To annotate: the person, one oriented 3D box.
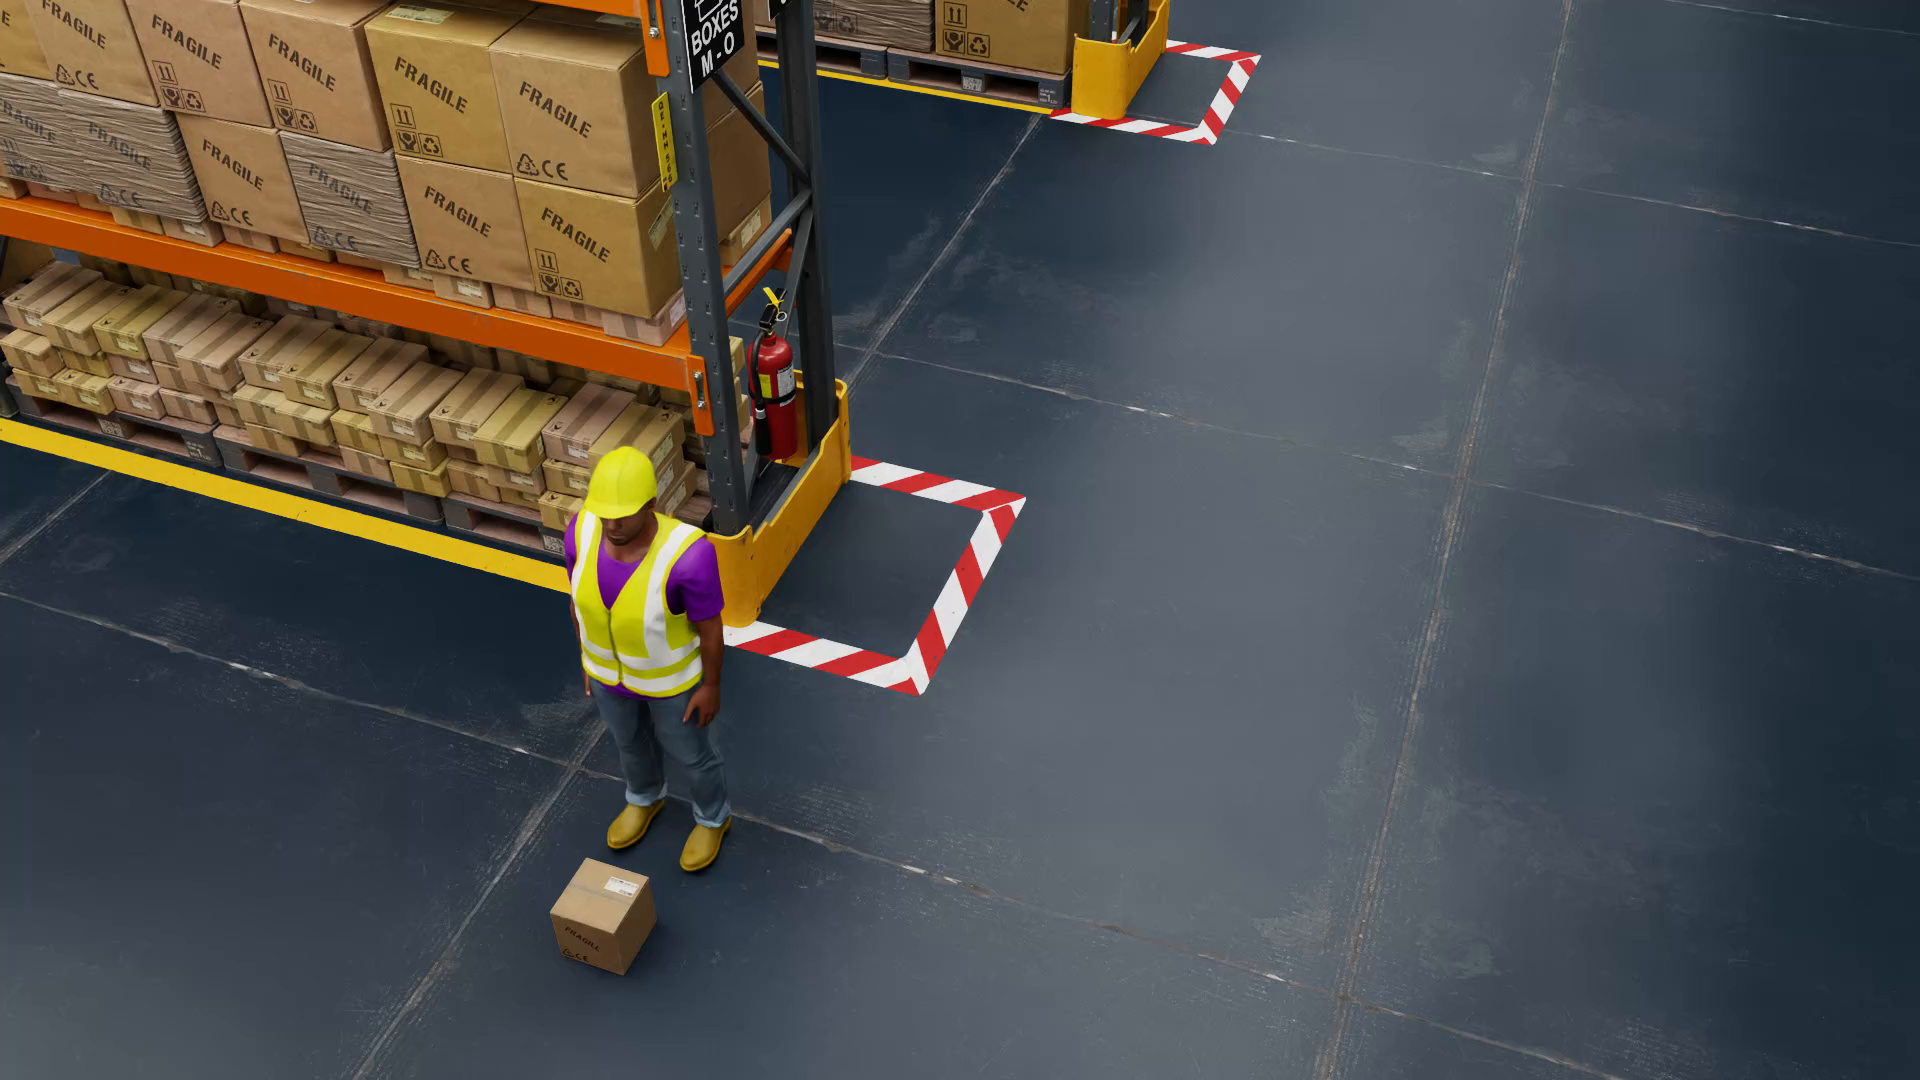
[{"bbox_3d":[-1.053,0.428,5.641,0.562,1.767,0.359,14,43,15],"label":"person"}]
